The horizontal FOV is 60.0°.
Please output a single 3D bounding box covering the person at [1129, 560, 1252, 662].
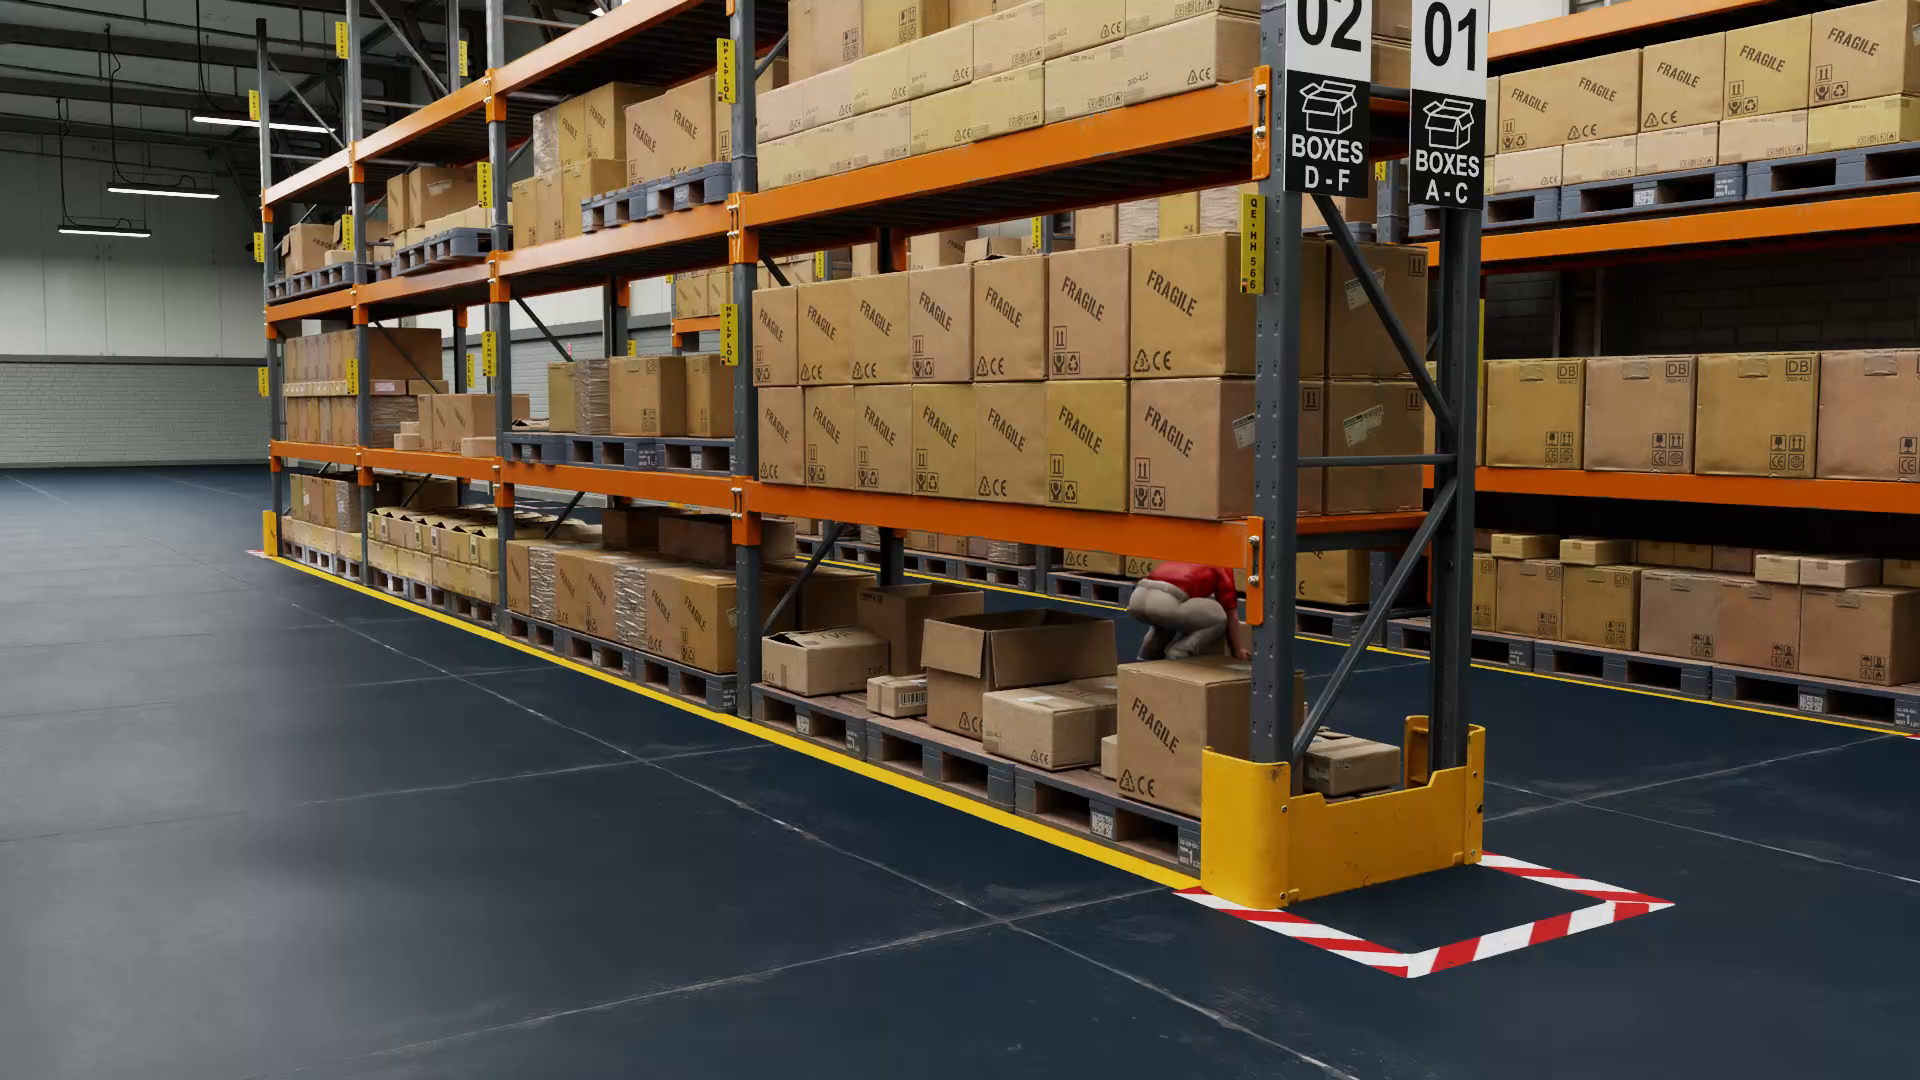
[{"bbox_3d":[1.522,0.471,11.009,0.902,0.849,0.541,-3,6,-35],"label":"person"}]
